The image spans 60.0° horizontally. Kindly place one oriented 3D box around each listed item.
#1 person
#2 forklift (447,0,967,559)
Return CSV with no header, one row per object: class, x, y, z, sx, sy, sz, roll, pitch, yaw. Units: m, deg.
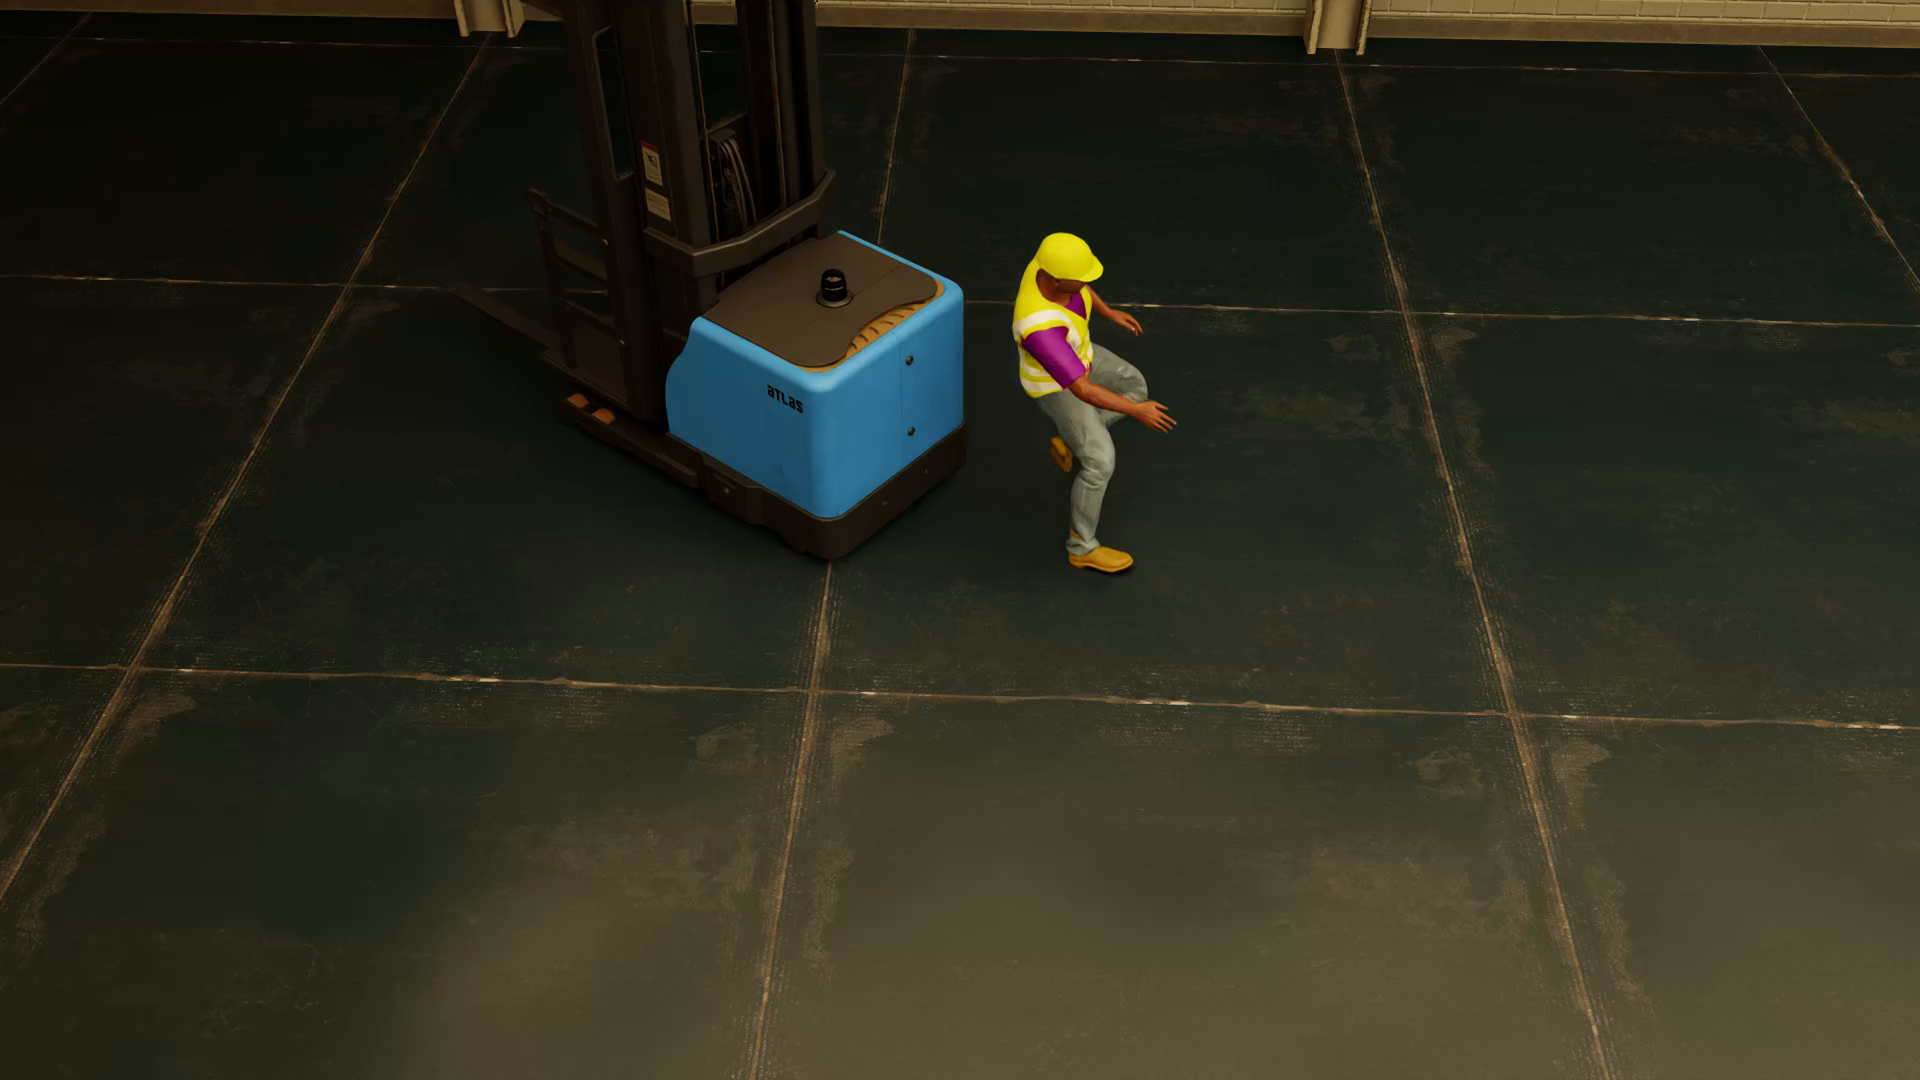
person,0.628,-0.710,7.528,0.794,1.586,0.825,10,43,11
forklift,-1.427,-1.832,7.749,3.031,2.935,1.130,29,50,28
